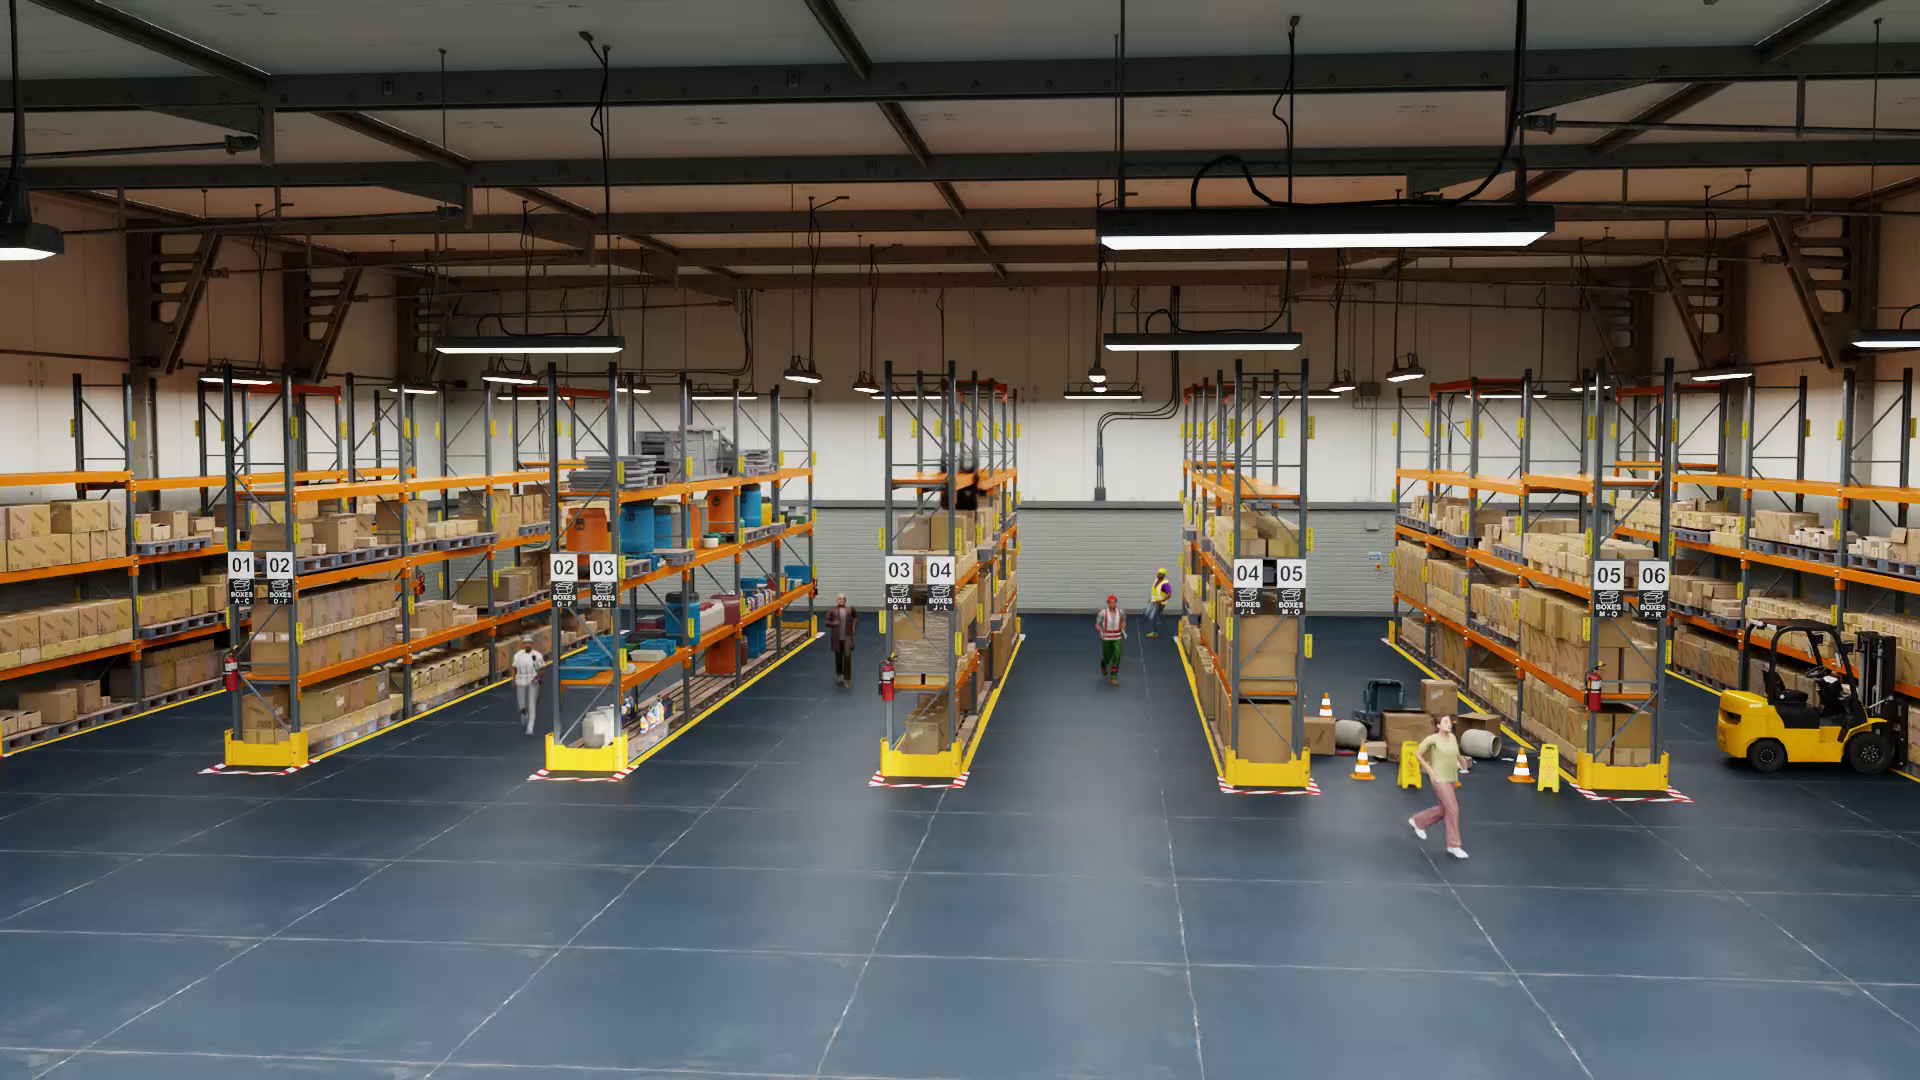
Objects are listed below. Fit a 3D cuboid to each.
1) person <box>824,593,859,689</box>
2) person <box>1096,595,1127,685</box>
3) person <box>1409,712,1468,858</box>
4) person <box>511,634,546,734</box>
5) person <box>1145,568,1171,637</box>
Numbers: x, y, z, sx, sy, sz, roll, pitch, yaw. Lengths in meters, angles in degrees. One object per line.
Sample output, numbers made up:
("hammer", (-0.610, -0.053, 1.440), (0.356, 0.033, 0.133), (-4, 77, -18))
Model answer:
("person", (-2.321, 1.956, 32.599), (0.698, 1.827, 0.924), (0, 4, -5))
("person", (2.995, 1.957, 32.938), (0.643, 1.758, 0.873), (0, 4, -7))
("person", (5.727, 2.873, 19.790), (0.568, 1.675, 0.863), (-2, 5, -33))
("person", (-7.133, 2.376, 27.457), (0.575, 1.657, 0.559), (-1, 4, -9))
("person", (4.767, 1.517, 40.163), (0.530, 1.693, 0.747), (-2, 4, -32))
